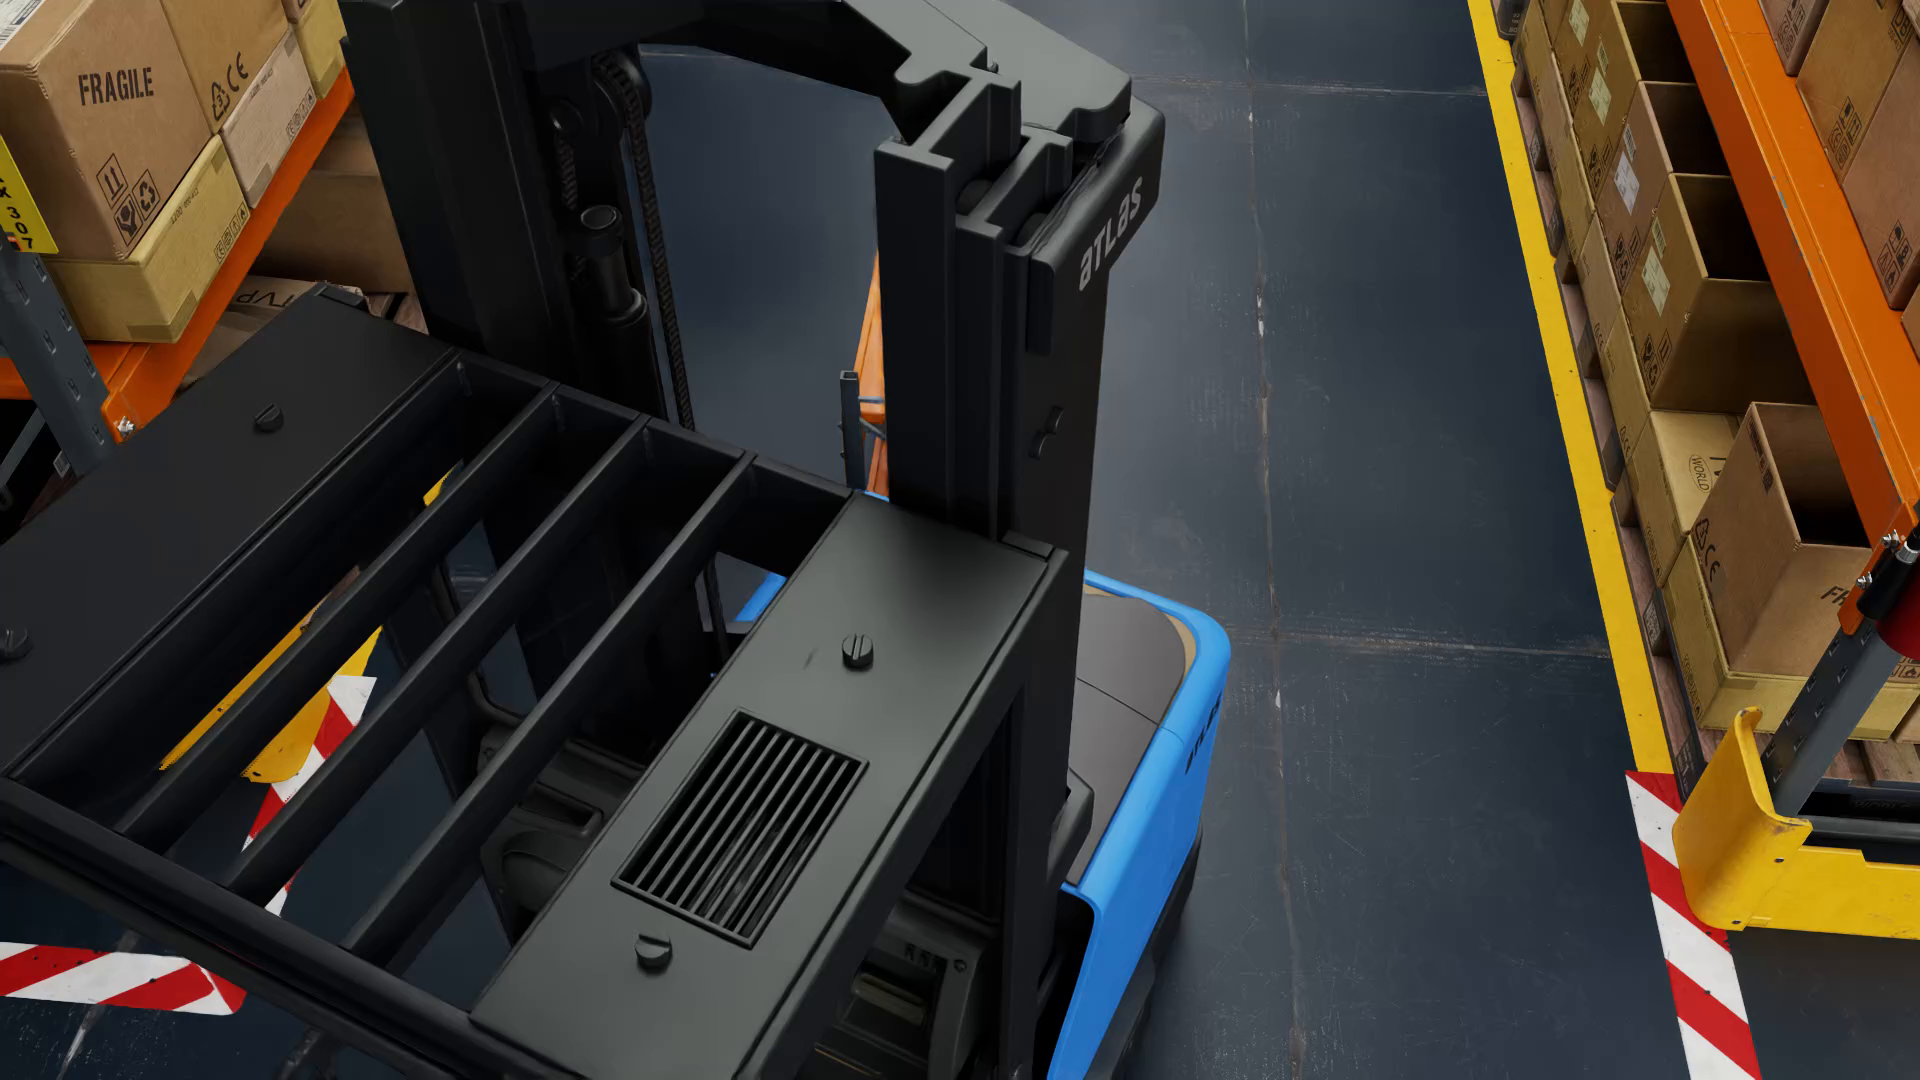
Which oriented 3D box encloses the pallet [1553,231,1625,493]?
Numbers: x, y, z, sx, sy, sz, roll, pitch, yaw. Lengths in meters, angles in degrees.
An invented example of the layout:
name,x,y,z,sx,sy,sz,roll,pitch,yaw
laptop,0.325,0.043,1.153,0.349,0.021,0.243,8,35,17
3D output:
name,x,y,z,sx,sy,sz,roll,pitch,yaw
pallet,2.651,-0.629,5.682,1.003,0.211,1.213,4,48,4

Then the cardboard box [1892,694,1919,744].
name,x,y,z,sx,sy,sz,roll,pitch,yaw
cardboard box,2.779,0.296,4.525,0.500,0.250,0.500,4,48,4

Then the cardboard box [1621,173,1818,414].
name,x,y,z,sx,sy,sz,roll,pitch,yaw
cardboard box,2.338,-0.728,4.954,0.500,0.500,0.500,4,48,4

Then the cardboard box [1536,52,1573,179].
name,x,y,z,sx,sy,sz,roll,pitch,yaw
cardboard box,2.479,-1.577,6.238,0.500,0.250,0.500,4,48,4

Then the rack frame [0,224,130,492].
name,x,y,z,sx,sy,sz,roll,pitch,yaw
rack frame,-2.424,-0.442,3.621,1.000,3.000,0.127,4,48,4

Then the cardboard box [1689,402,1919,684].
name,x,y,z,sx,sy,sz,roll,pitch,yaw
cardboard box,2.262,0.008,4.281,0.500,0.500,0.500,4,48,4

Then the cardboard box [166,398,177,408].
name,x,y,z,sx,sy,sz,roll,pitch,yaw
cardboard box,-2.272,-0.185,4.910,0.500,0.311,0.500,-1,48,-1

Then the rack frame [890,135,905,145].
name,x,y,z,sx,sy,sz,roll,pitch,yaw
rack frame,0.047,-0.758,5.181,0.500,1.125,0.032,4,48,4

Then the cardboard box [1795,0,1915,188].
name,x,y,z,sx,sy,sz,roll,pitch,yaw
cardboard box,2.658,-1.238,4.282,0.700,0.500,0.500,4,48,4

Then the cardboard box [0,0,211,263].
name,x,y,z,sx,sy,sz,roll,pitch,yaw
cardboard box,-2.082,-0.981,3.695,0.500,0.500,0.500,4,48,4

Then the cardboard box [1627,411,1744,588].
name,x,y,z,sx,sy,sz,roll,pitch,yaw
cardboard box,2.297,-0.107,4.894,0.500,0.250,0.500,4,48,4

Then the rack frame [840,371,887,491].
name,x,y,z,sx,sy,sz,roll,pitch,yaw
rack frame,-0.046,-0.011,4.498,0.500,1.125,0.032,4,48,4

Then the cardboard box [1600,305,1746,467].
name,x,y,z,sx,sy,sz,roll,pitch,yaw
cardboard box,2.341,-0.475,5.230,0.500,0.250,0.500,4,48,4

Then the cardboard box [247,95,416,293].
name,x,y,z,sx,sy,sz,roll,pitch,yaw
cardboard box,-2.103,-1.203,5.714,0.700,0.500,0.500,1,48,1

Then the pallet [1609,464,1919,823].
name,x,y,z,sx,sy,sz,roll,pitch,yaw
pallet,2.537,0.265,4.864,1.003,0.211,1.213,4,48,4

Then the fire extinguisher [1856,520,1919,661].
name,x,y,z,sx,sy,sz,roll,pitch,yaw
fire extinguisher,2.036,-0.029,3.297,0.296,0.674,0.183,4,48,4

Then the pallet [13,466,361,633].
name,x,y,z,sx,sy,sz,roll,pitch,yaw
pallet,-2.308,-0.151,5.245,1.003,0.211,1.213,4,48,4

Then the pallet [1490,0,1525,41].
name,x,y,z,sx,sy,sz,roll,pitch,yaw
pallet,2.902,-2.653,7.534,1.003,0.211,1.213,4,48,4

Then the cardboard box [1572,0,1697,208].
name,x,y,z,sx,sy,sz,roll,pitch,yaw
cardboard box,2.428,-1.463,5.626,0.500,0.500,0.500,4,48,4

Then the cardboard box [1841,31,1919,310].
name,x,y,z,sx,sy,sz,roll,pitch,yaw
cardboard box,2.607,-0.873,3.948,0.700,0.500,0.500,5,48,5

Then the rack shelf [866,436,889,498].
name,x,y,z,sx,sy,sz,roll,pitch,yaw
rack shelf,0.001,-0.220,5.020,0.538,0.278,1.000,4,48,4

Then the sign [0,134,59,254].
name,x,y,z,sx,sy,sz,roll,pitch,yaw
sign,-1.884,-0.697,3.268,0.100,0.325,0.005,4,48,4

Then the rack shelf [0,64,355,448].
name,x,y,z,sx,sy,sz,roll,pitch,yaw
rack shelf,-2.242,-1.668,5.231,1.077,0.370,4.000,4,48,4

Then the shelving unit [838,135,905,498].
name,x,y,z,sx,sy,sz,roll,pitch,yaw
shelving unit,0.001,-0.385,4.839,0.538,1.125,1.048,4,48,4

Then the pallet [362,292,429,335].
name,x,y,z,sx,sy,sz,roll,pitch,yaw
pallet,-2.194,-1.045,6.063,1.003,0.211,1.213,4,48,4

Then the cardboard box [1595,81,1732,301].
name,x,y,z,sx,sy,sz,roll,pitch,yaw
cardboard box,2.385,-1.095,5.289,0.500,0.500,0.500,4,48,4

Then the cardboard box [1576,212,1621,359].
name,x,y,z,sx,sy,sz,roll,pitch,yaw
cardboard box,2.388,-0.842,5.566,0.500,0.250,0.500,4,48,4

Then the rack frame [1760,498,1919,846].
name,x,y,z,sx,sy,sz,roll,pitch,yaw
rack frame,2.509,-0.111,3.319,1.000,3.000,0.127,4,48,4

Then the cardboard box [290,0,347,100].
name,x,y,z,sx,sy,sz,roll,pitch,yaw
cardboard box,-1.978,-1.491,4.669,0.500,0.250,0.500,3,48,3

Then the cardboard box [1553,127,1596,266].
name,x,y,z,sx,sy,sz,roll,pitch,yaw
cardboard box,2.428,-1.210,5.902,0.500,0.250,0.500,4,48,4

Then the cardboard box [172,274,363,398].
name,x,y,z,sx,sy,sz,roll,pitch,yaw
cardboard box,-2.220,-0.604,5.293,0.500,0.311,0.500,7,48,7

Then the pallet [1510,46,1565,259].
name,x,y,z,sx,sy,sz,roll,pitch,yaw
pallet,2.759,-1.528,6.504,1.003,0.211,1.213,4,48,4

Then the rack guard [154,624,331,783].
name,x,y,z,sx,sy,sz,roll,pitch,yaw
rack guard,-2.418,0.346,4.594,1.175,0.500,0.348,4,48,4

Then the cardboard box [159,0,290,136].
name,x,y,z,sx,sy,sz,roll,pitch,yaw
cardboard box,-2.027,-1.344,4.026,0.500,0.500,0.500,4,48,4

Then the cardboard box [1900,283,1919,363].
name,x,y,z,sx,sy,sz,roll,pitch,yaw
cardboard box,2.564,-0.487,3.595,0.700,0.500,0.500,4,48,4

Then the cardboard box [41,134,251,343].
name,x,y,z,sx,sy,sz,roll,pitch,yaw
cardboard box,-2.064,-0.735,3.977,0.500,0.250,0.500,3,48,2

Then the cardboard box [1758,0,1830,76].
name,x,y,z,sx,sy,sz,roll,pitch,yaw
cardboard box,2.703,-1.625,4.636,0.700,0.500,0.500,5,48,5

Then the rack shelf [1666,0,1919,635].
name,x,y,z,sx,sy,sz,roll,pitch,yaw
rack shelf,2.691,-1.338,4.928,1.077,0.370,4.000,4,48,4

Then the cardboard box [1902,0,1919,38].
name,x,y,z,sx,sy,sz,roll,pitch,yaw
cardboard box,2.425,-1.222,3.828,0.380,0.149,0.250,4,48,4

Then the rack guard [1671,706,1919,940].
name,x,y,z,sx,sy,sz,roll,pitch,yaw
rack guard,2.507,0.750,4.225,1.175,0.500,0.348,4,48,4

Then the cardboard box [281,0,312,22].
name,x,y,z,sx,sy,sz,roll,pitch,yaw
cardboard box,-1.973,-1.723,4.373,0.500,0.500,0.500,2,48,2

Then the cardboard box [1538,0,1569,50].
name,x,y,z,sx,sy,sz,roll,pitch,yaw
cardboard box,2.519,-2.198,6.298,0.500,0.500,0.500,4,48,4

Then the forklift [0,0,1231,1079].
name,x,y,z,sx,sy,sz,roll,pitch,yaw
forklift,-0.497,0.731,2.595,1.130,2.935,3.031,20,51,17

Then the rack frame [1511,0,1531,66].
name,x,y,z,sx,sy,sz,roll,pitch,yaw
rack frame,2.874,-3.050,6.007,1.000,3.000,0.127,4,48,4

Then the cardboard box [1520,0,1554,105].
name,x,y,z,sx,sy,sz,roll,pitch,yaw
cardboard box,2.529,-1.944,6.574,0.500,0.250,0.500,4,48,4

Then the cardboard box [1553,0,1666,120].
name,x,y,z,sx,sy,sz,roll,pitch,yaw
cardboard box,2.482,-1.830,5.961,0.500,0.500,0.500,4,48,4

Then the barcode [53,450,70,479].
name,x,y,z,sx,sy,sz,roll,pitch,yaw
barcode,-2.668,-0.228,4.944,0.001,0.075,0.075,4,48,4

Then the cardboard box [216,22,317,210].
name,x,y,z,sx,sy,sz,roll,pitch,yaw
cardboard box,-2.031,-1.117,4.327,0.500,0.250,0.500,3,48,2

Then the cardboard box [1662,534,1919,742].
name,x,y,z,sx,sy,sz,roll,pitch,yaw
cardboard box,2.264,0.261,4.557,0.500,0.250,0.500,4,48,4

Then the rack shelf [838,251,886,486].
name,x,y,z,sx,sy,sz,roll,pitch,yaw
rack shelf,0.001,-0.582,4.623,0.538,0.278,1.000,4,48,4
